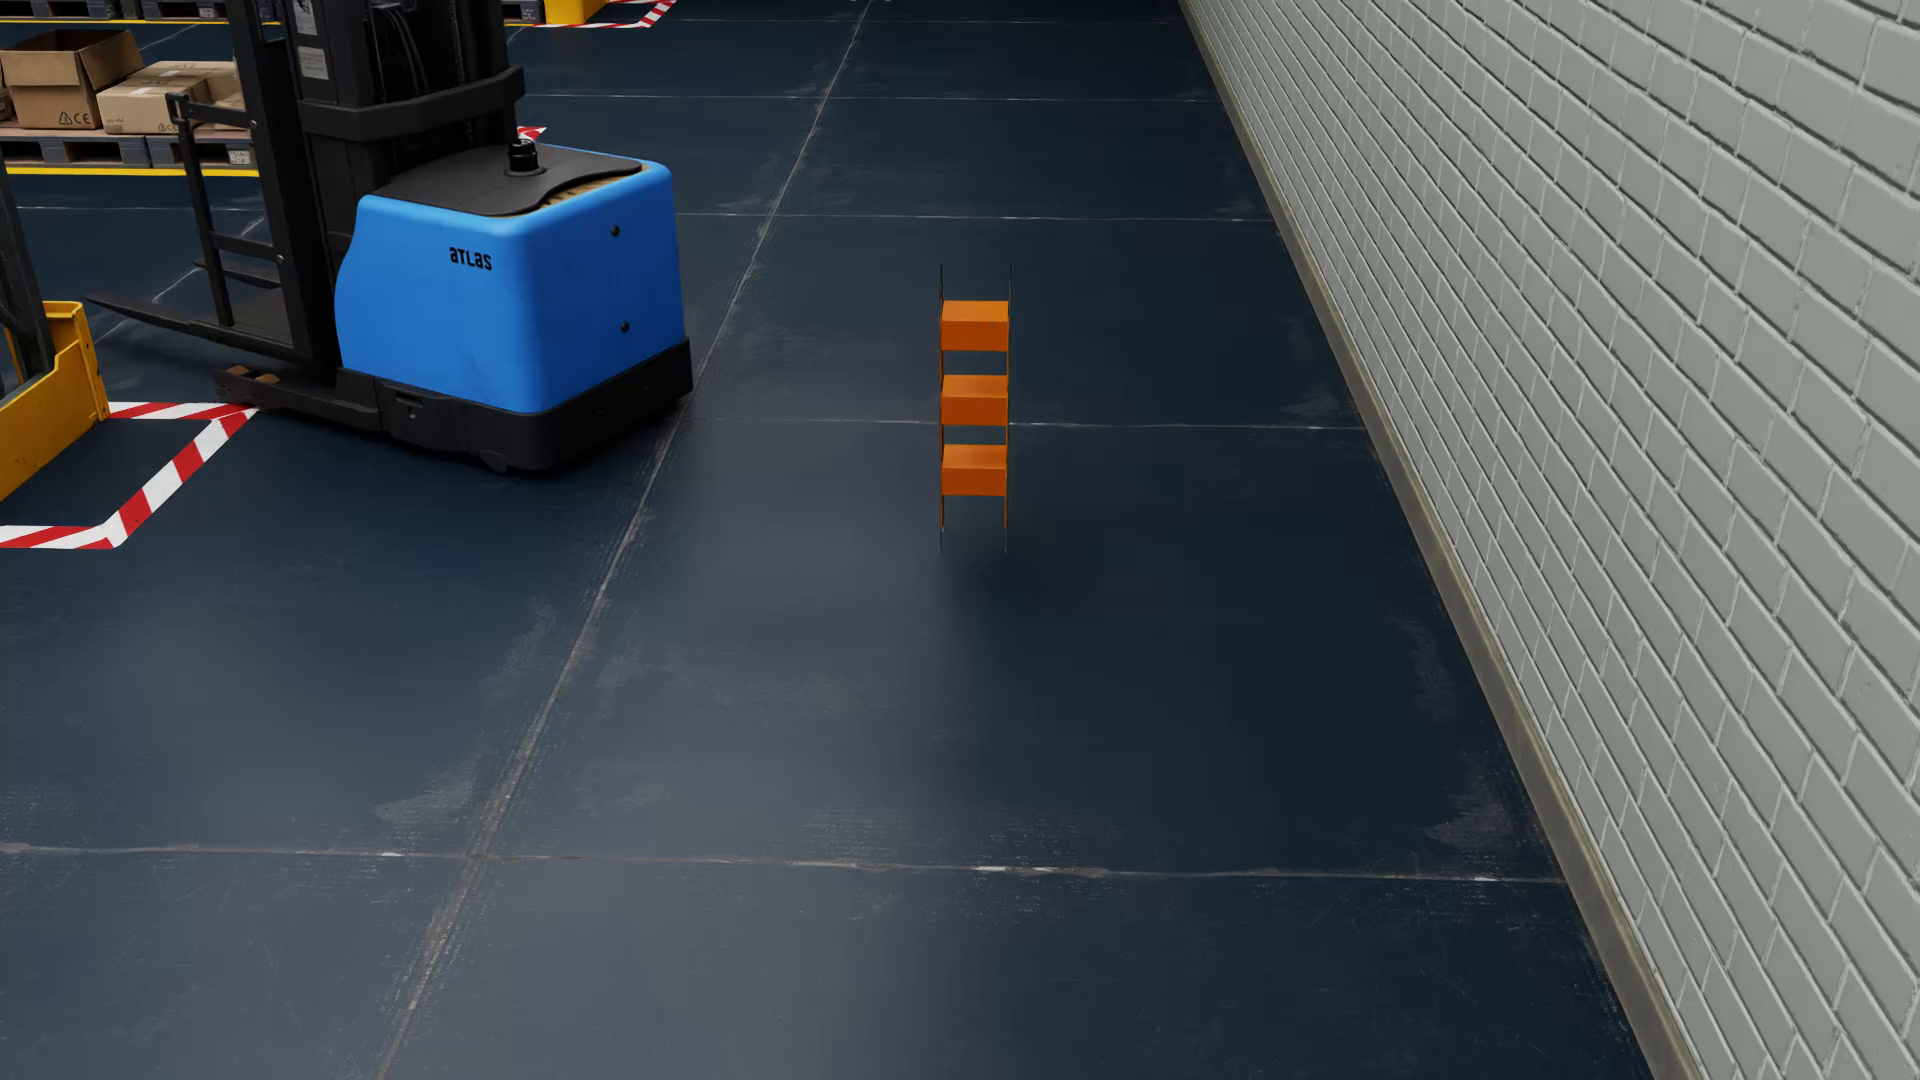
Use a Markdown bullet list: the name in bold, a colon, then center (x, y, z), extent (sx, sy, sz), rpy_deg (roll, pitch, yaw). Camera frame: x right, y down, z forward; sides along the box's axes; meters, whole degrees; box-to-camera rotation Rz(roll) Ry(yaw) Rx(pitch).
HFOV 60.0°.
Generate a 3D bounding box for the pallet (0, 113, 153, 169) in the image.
- **pallet**: center (-5.849, -2.746, 11.205), extent (1.213, 0.211, 1.003), rpy_deg (1, 28, 2)

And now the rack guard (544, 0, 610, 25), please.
- **rack guard**: center (-3.565, -5.157, 15.444), extent (0.348, 0.500, 1.175), rpy_deg (1, 28, 2)

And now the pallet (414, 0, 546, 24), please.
- **pallet**: center (-4.391, -5.006, 15.468), extent (1.213, 0.211, 1.003), rpy_deg (1, 28, 2)

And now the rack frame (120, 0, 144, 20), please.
- **rack frame**: center (-7.586, -6.327, 14.984), extent (0.127, 3.000, 1.000), rpy_deg (1, 28, 2)

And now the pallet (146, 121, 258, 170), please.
- **pallet**: center (-4.633, -2.724, 11.164), extent (1.213, 0.211, 1.003), rpy_deg (1, 28, 2)

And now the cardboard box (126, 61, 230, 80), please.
- **cardboard box**: center (-5.293, -3.080, 11.324), extent (0.500, 0.250, 0.500), rpy_deg (1, 28, 2)

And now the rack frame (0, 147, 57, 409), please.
- **rack frame**: center (-3.939, -1.624, 6.111), extent (0.127, 3.000, 1.000), rpy_deg (1, 28, 2)

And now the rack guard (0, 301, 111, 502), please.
- **rack guard**: center (-3.914, -0.525, 6.707), extent (0.348, 0.500, 1.175), rpy_deg (1, 28, 2)

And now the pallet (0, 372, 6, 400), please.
- **pallet**: center (-4.761, -0.424, 6.824), extent (1.213, 0.211, 1.003), rpy_deg (1, 28, 2)

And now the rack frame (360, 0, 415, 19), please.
- **rack frame**: center (-3.760, -3.943, 10.485), extent (0.127, 3.000, 1.000), rpy_deg (1, 28, 2)

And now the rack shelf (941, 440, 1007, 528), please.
- **rack shelf**: center (0.053, -0.208, 6.138), extent (0.240, 0.259, 0.215), rpy_deg (1, 28, 2)

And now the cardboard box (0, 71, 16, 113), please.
- **cardboard box**: center (-6.429, -3.126, 11.346), extent (0.500, 0.311, 0.500), rpy_deg (1, 28, 2)

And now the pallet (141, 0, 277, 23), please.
- **pallet**: center (-6.829, -5.046, 15.544), extent (1.213, 0.211, 1.003), rpy_deg (1, 28, 2)

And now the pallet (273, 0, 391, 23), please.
- **pallet**: center (-5.607, -5.027, 15.508), extent (1.213, 0.211, 1.003), rpy_deg (1, 28, 2)

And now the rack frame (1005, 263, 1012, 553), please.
- **rack frame**: center (0.175, -0.461, 5.999), extent (0.008, 1.050, 0.200), rpy_deg (1, 28, 2)

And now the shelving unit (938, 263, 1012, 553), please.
- **shelving unit**: center (0.053, -0.463, 6.002), extent (0.252, 1.050, 0.215), rpy_deg (1, 28, 2)

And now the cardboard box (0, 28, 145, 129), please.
- **cardboard box**: center (-5.880, -3.072, 11.037), extent (0.637, 0.503, 0.797), rpy_deg (1, 28, 2)

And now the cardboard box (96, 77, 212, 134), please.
- **cardboard box**: center (-5.260, -2.846, 10.881), extent (0.500, 0.250, 0.500), rpy_deg (1, 28, 2)

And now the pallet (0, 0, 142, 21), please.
- **pallet**: center (-8.360, -5.073, 15.594), extent (1.213, 0.211, 1.003), rpy_deg (1, 28, 2)

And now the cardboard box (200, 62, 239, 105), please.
- **cardboard box**: center (-4.793, -3.072, 11.309), extent (0.500, 0.250, 0.500), rpy_deg (1, 28, 2)

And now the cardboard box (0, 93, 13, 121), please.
- **cardboard box**: center (-6.481, -2.833, 10.948), extent (0.250, 0.166, 0.380), rpy_deg (1, 28, 2)

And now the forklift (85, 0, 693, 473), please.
- **forklift**: center (-2.719, -2.053, 6.993), extent (3.031, 2.935, 1.130), rpy_deg (15, 31, 26)

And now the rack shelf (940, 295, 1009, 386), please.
- **rack shelf**: center (0.053, -0.704, 5.874), extent (0.240, 0.259, 0.215), rpy_deg (1, 28, 2)

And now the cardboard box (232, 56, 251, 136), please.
- **cardboard box**: center (-4.312, -2.926, 10.767), extent (0.500, 0.500, 0.500), rpy_deg (1, 28, 2)

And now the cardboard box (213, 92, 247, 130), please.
- **cardboard box**: center (-4.714, -2.828, 10.937), extent (0.250, 0.166, 0.380), rpy_deg (1, 28, 2)

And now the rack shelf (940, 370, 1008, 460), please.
- **rack shelf**: center (0.053, -0.454, 6.007), extent (0.240, 0.259, 0.215), rpy_deg (1, 28, 2)

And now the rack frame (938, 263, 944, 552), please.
- **rack frame**: center (-0.068, -0.465, 6.006), extent (0.008, 1.050, 0.200), rpy_deg (1, 28, 2)
